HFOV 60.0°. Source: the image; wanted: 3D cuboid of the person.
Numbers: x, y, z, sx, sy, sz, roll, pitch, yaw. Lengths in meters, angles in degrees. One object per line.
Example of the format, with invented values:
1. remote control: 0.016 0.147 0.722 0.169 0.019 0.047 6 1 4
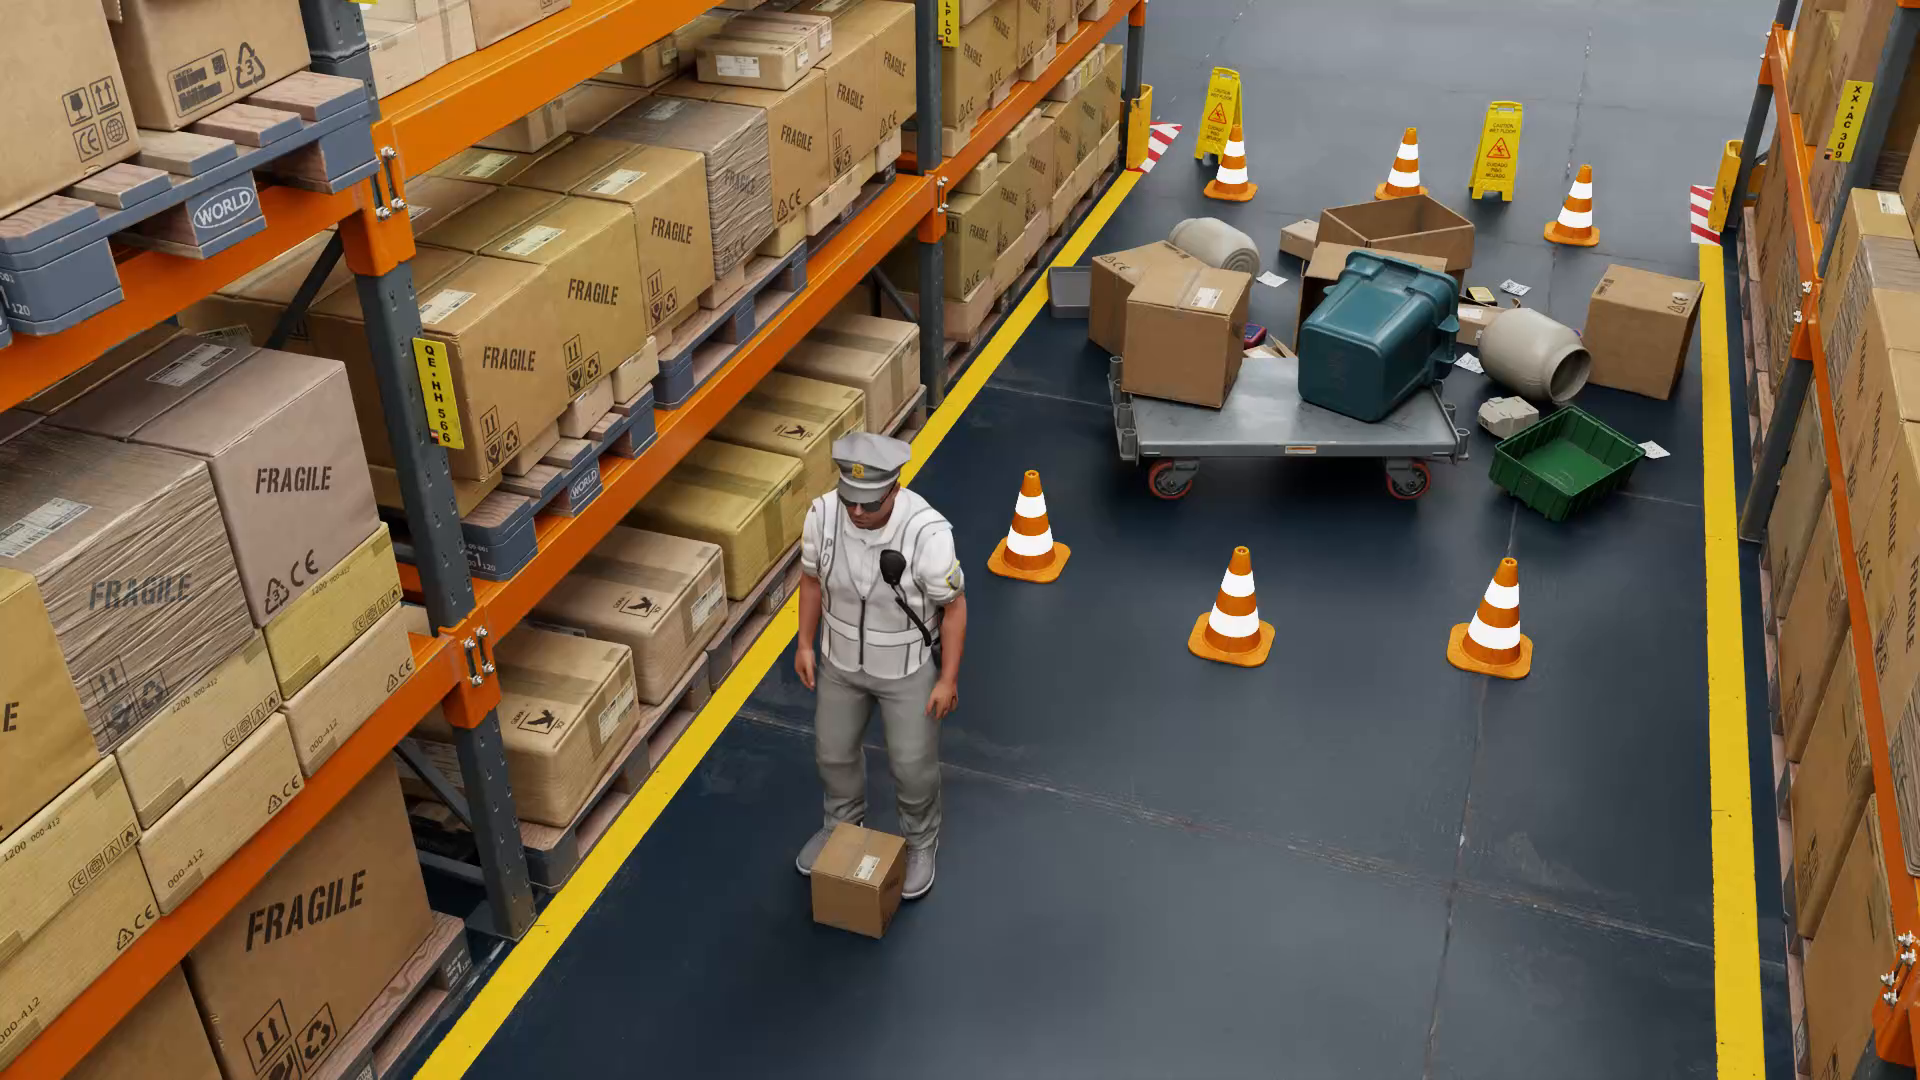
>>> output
1. person: -0.264 0.395 5.525 0.586 1.748 0.439 11 35 17
